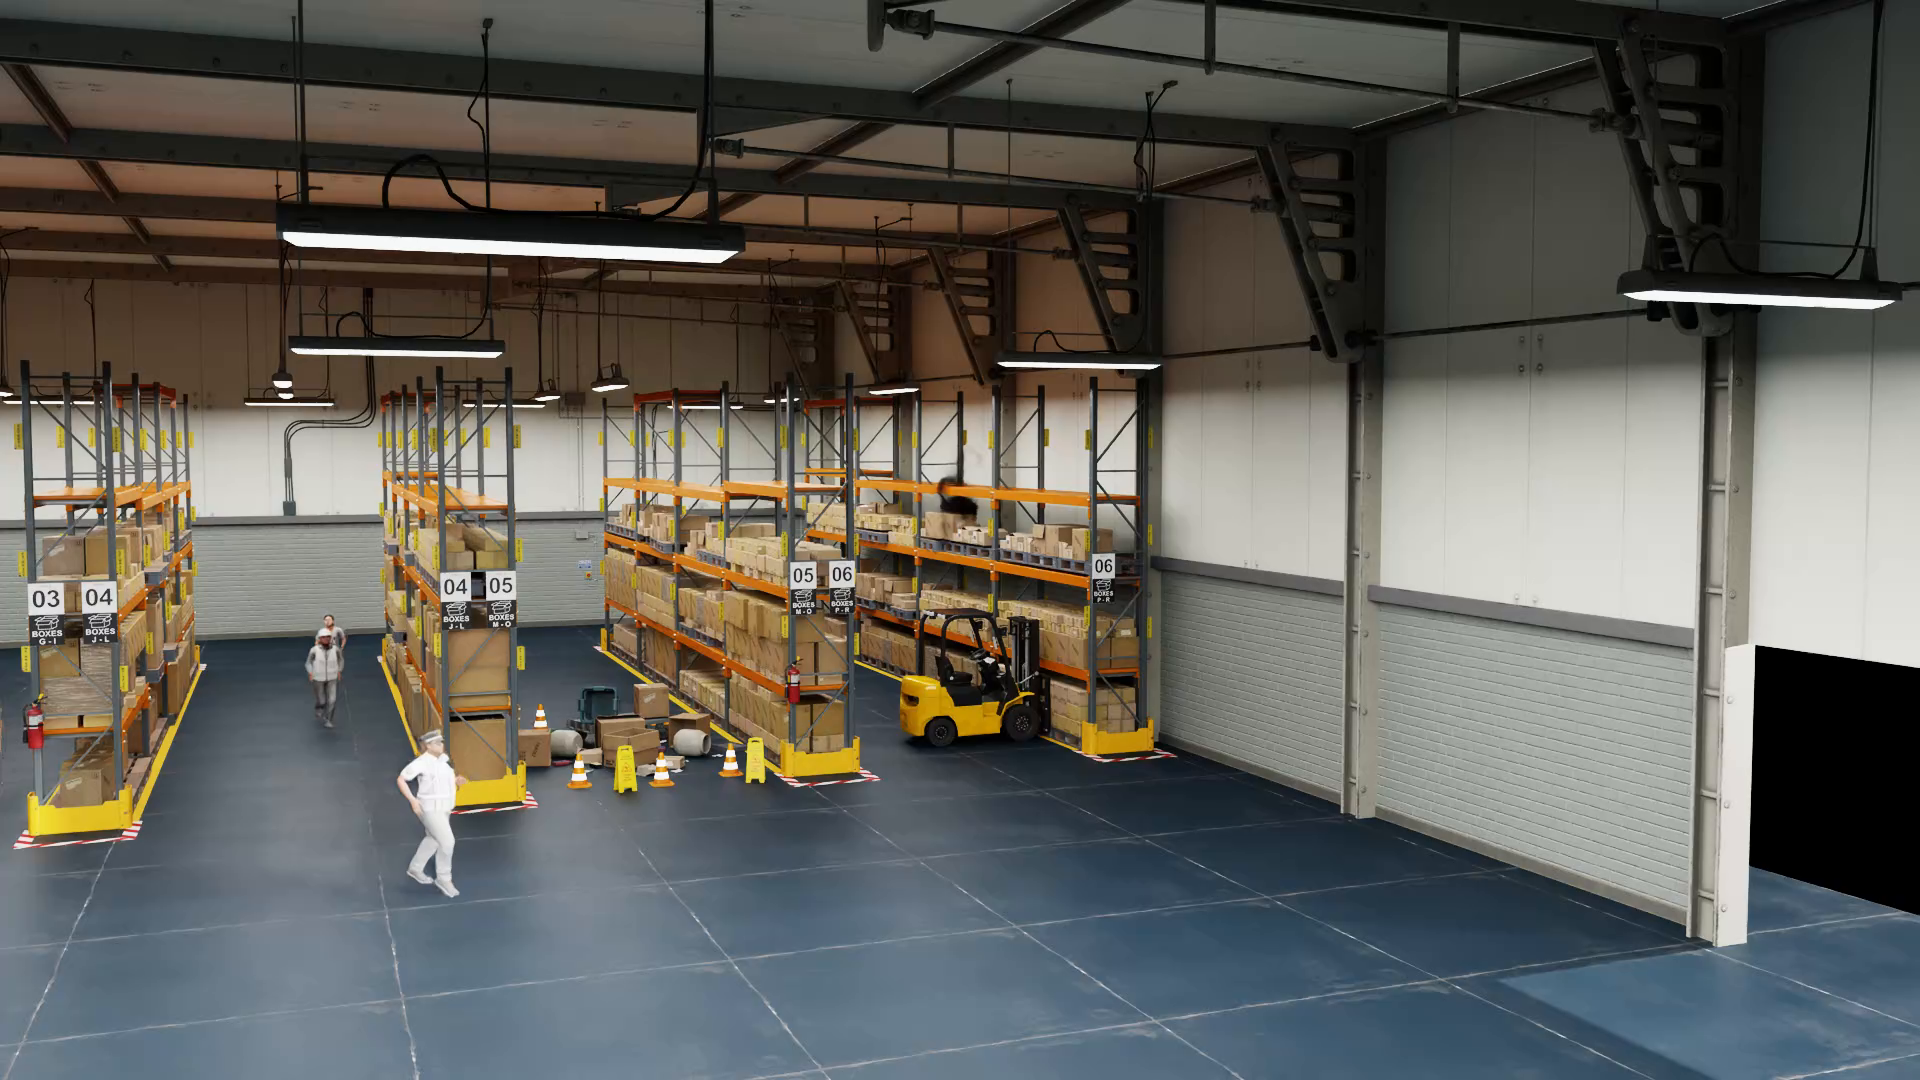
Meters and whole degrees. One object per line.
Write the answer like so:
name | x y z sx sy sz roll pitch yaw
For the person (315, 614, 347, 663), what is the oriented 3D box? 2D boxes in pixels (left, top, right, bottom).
person | -12.185 2.256 32.227 0.572 1.653 0.734 -1 4 -19

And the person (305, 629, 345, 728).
person | -11.083 2.401 29.037 0.650 1.727 0.636 -2 4 -28

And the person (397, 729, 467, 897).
person | -5.826 3.012 18.427 0.800 1.851 0.637 1 4 12
